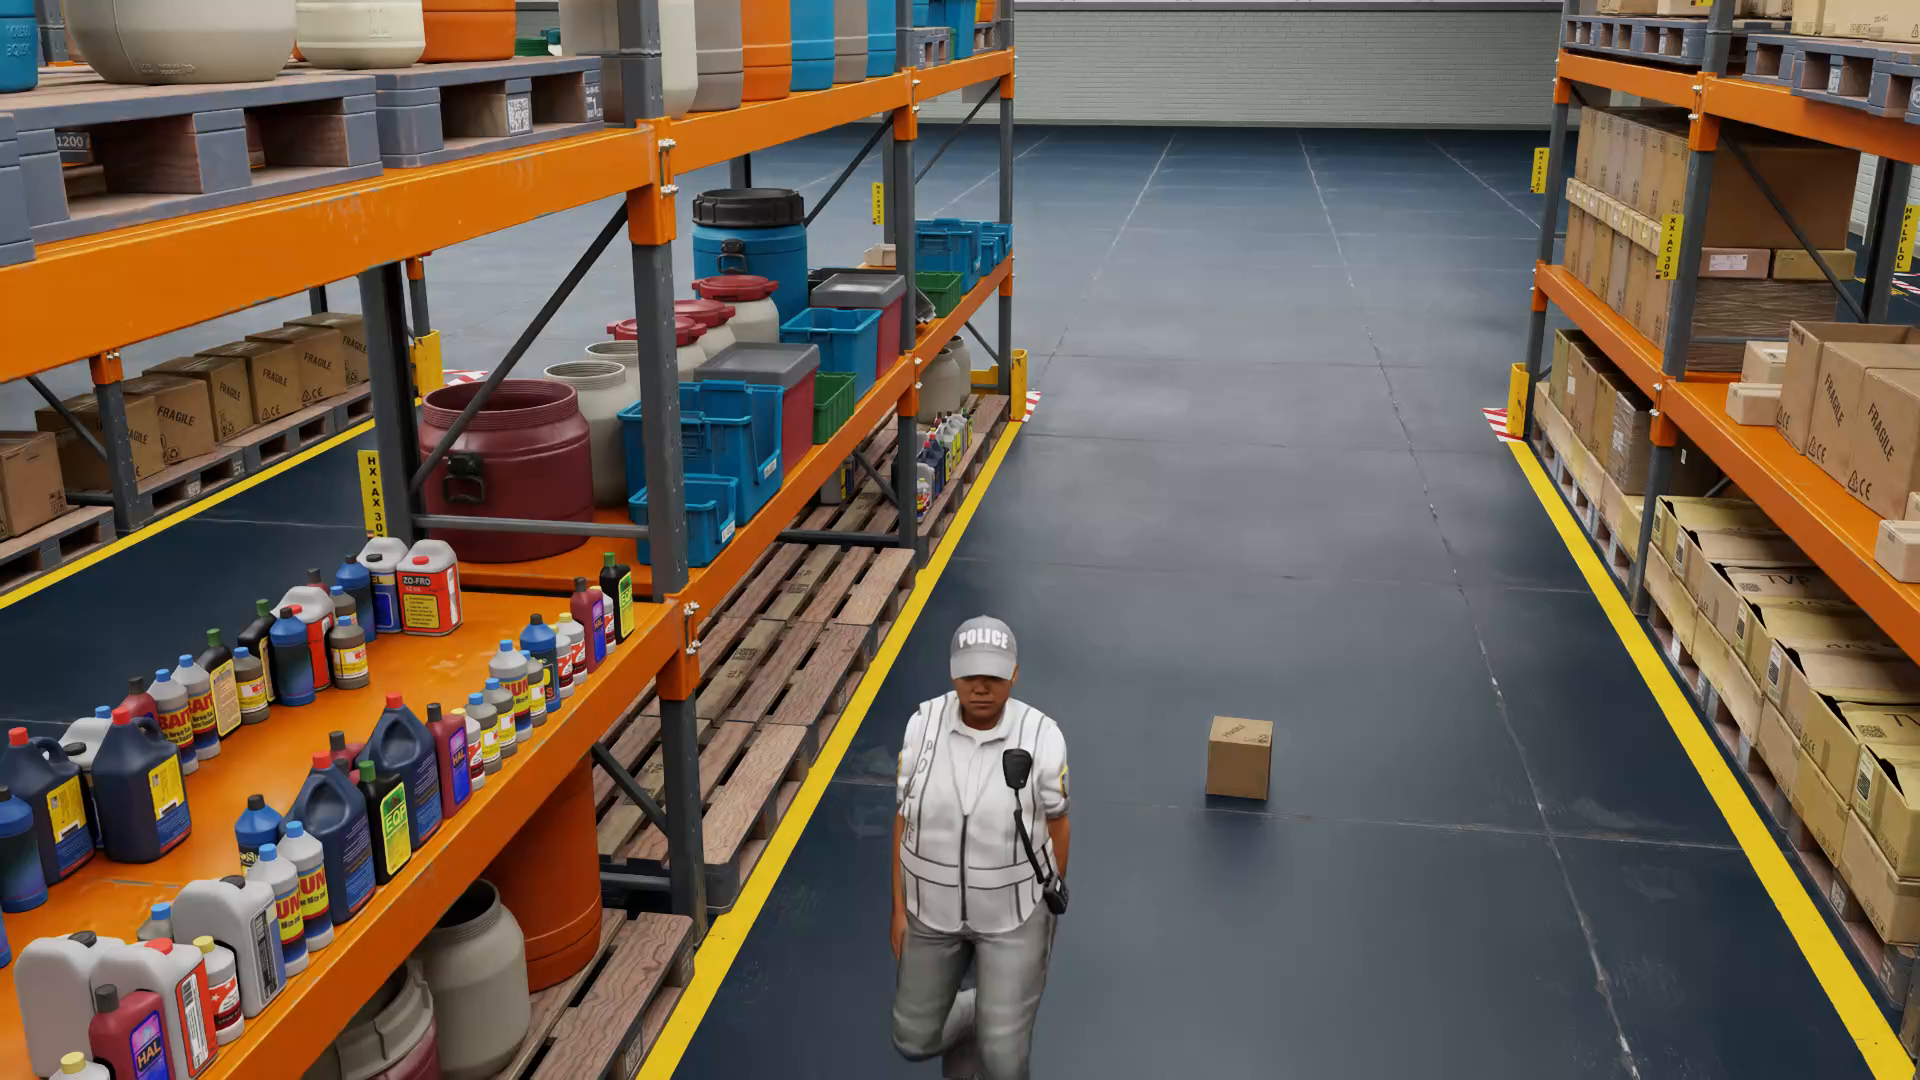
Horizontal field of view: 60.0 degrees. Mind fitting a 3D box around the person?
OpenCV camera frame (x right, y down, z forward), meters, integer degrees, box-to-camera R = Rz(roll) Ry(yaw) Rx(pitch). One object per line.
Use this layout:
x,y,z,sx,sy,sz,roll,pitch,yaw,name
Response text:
0.065,0.972,4.507,0.477,1.640,0.669,5,19,14,person
